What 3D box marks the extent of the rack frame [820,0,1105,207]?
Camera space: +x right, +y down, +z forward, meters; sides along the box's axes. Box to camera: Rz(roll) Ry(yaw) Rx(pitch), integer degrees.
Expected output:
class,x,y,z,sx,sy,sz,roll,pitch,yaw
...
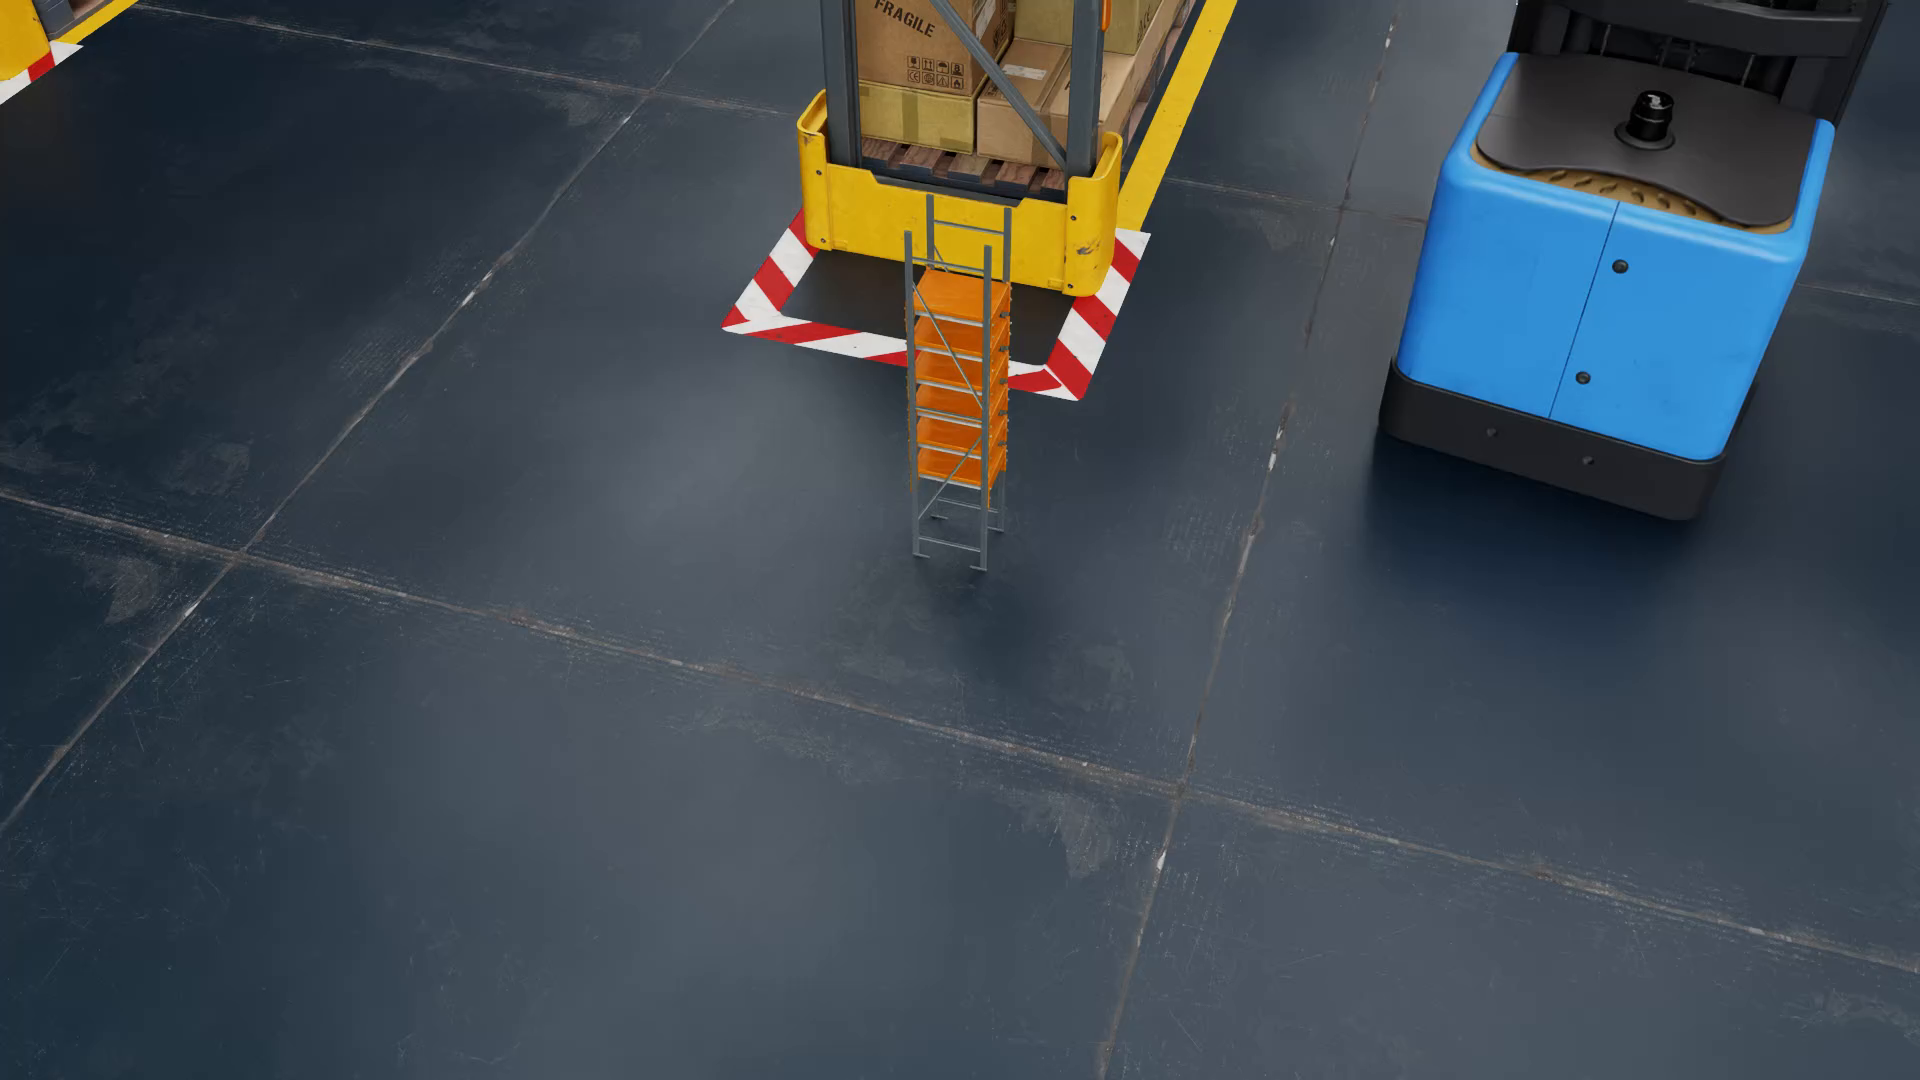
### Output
class,x,y,z,sx,sy,sz,roll,pitch,yaw
rack frame,0.002,-2.217,5.371,1.000,3.000,0.127,13,46,13

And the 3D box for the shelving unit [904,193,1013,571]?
class,x,y,z,sx,sy,sz,roll,pitch,yaw
shelving unit,-0.004,-0.419,4.820,0.258,1.200,0.189,13,46,13

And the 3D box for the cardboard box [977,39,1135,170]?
class,x,y,z,sx,sy,sz,roll,pitch,yaw
cardboard box,0.377,-1.695,6.503,0.500,0.250,0.500,13,46,13

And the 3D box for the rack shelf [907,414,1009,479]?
class,x,y,z,sx,sy,sz,roll,pitch,yaw
rack shelf,-0.004,-0.302,4.936,0.258,0.103,0.180,13,46,12

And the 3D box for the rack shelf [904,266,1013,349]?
class,x,y,z,sx,sy,sz,roll,pitch,yaw
rack shelf,-0.004,-0.645,4.600,0.258,0.103,0.180,13,46,12

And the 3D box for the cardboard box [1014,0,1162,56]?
class,x,y,z,sx,sy,sz,roll,pitch,yaw
cardboard box,0.526,-2.297,6.582,0.500,0.500,0.500,13,46,13

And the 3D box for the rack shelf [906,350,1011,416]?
class,x,y,z,sx,sy,sz,roll,pitch,yaw
rack shelf,-0.004,-0.473,4.768,0.258,0.103,0.180,13,46,12

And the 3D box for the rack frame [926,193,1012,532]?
class,x,y,z,sx,sy,sz,roll,pitch,yaw
rack frame,0.023,-0.480,4.883,0.240,1.200,0.006,13,46,13

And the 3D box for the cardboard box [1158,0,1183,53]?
class,x,y,z,sx,sy,sz,roll,pitch,yaw
cardboard box,0.676,-2.362,7.185,0.500,0.250,0.500,13,46,13

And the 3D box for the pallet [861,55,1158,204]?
class,x,y,z,sx,sy,sz,roll,pitch,yaw
pallet,0.194,-1.739,6.877,1.003,0.211,1.213,13,46,13

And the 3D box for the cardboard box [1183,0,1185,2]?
class,x,y,z,sx,sy,sz,roll,pitch,yaw
cardboard box,0.833,-2.695,7.525,0.500,0.250,0.500,13,46,13

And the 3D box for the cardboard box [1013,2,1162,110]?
class,x,y,z,sx,sy,sz,roll,pitch,yaw
cardboard box,0.525,-2.029,6.845,0.500,0.250,0.500,13,46,13

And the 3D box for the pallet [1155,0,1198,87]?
class,x,y,z,sx,sy,sz,roll,pitch,yaw
pallet,0.565,-2.550,7.705,1.003,0.211,1.213,13,46,13

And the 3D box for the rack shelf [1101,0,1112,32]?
class,x,y,z,sx,sy,sz,roll,pitch,yaw
rack shelf,0.608,-3.293,6.985,1.077,0.370,4.000,13,46,13

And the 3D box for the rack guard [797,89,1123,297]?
class,x,y,z,sx,sy,sz,roll,pitch,yaw
rack guard,-0.005,-1.308,6.229,1.175,0.500,0.348,13,46,13

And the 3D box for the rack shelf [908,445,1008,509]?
class,x,y,z,sx,sy,sz,roll,pitch,yaw
rack shelf,-0.004,-0.216,5.019,0.258,0.103,0.180,13,46,12

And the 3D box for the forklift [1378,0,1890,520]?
class,x,y,z,sx,sy,sz,roll,pitch,yaw
forklift,2.506,-2.143,5.344,1.130,2.935,3.031,19,48,19

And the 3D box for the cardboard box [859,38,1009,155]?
class,x,y,z,sx,sy,sz,roll,pitch,yaw
cardboard box,-0.117,-1.805,6.615,0.500,0.250,0.500,13,46,13

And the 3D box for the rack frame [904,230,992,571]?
class,x,y,z,sx,sy,sz,roll,pitch,yaw
rack frame,-0.032,-0.358,4.758,0.240,1.200,0.006,13,46,13

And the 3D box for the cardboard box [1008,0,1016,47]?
class,x,y,z,sx,sy,sz,roll,pitch,yaw
cardboard box,0.023,-2.141,6.959,0.500,0.250,0.500,13,46,13

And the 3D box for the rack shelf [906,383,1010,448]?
class,x,y,z,sx,sy,sz,roll,pitch,yaw
rack shelf,-0.004,-0.387,4.852,0.258,0.103,0.180,13,46,12

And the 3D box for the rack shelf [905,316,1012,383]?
class,x,y,z,sx,sy,sz,roll,pitch,yaw
rack shelf,-0.004,-0.559,4.684,0.258,0.103,0.180,13,46,12

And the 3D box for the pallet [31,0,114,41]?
class,x,y,z,sx,sy,sz,roll,pitch,yaw
pallet,-4.417,-2.852,8.014,1.003,0.211,1.213,13,46,13

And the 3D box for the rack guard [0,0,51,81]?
class,x,y,z,sx,sy,sz,roll,pitch,yaw
rack guard,-4.697,-2.421,7.367,1.175,0.500,0.348,13,46,13

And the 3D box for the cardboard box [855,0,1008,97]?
class,x,y,z,sx,sy,sz,roll,pitch,yaw
cardboard box,-0.119,-2.073,6.354,0.500,0.500,0.500,13,46,13
